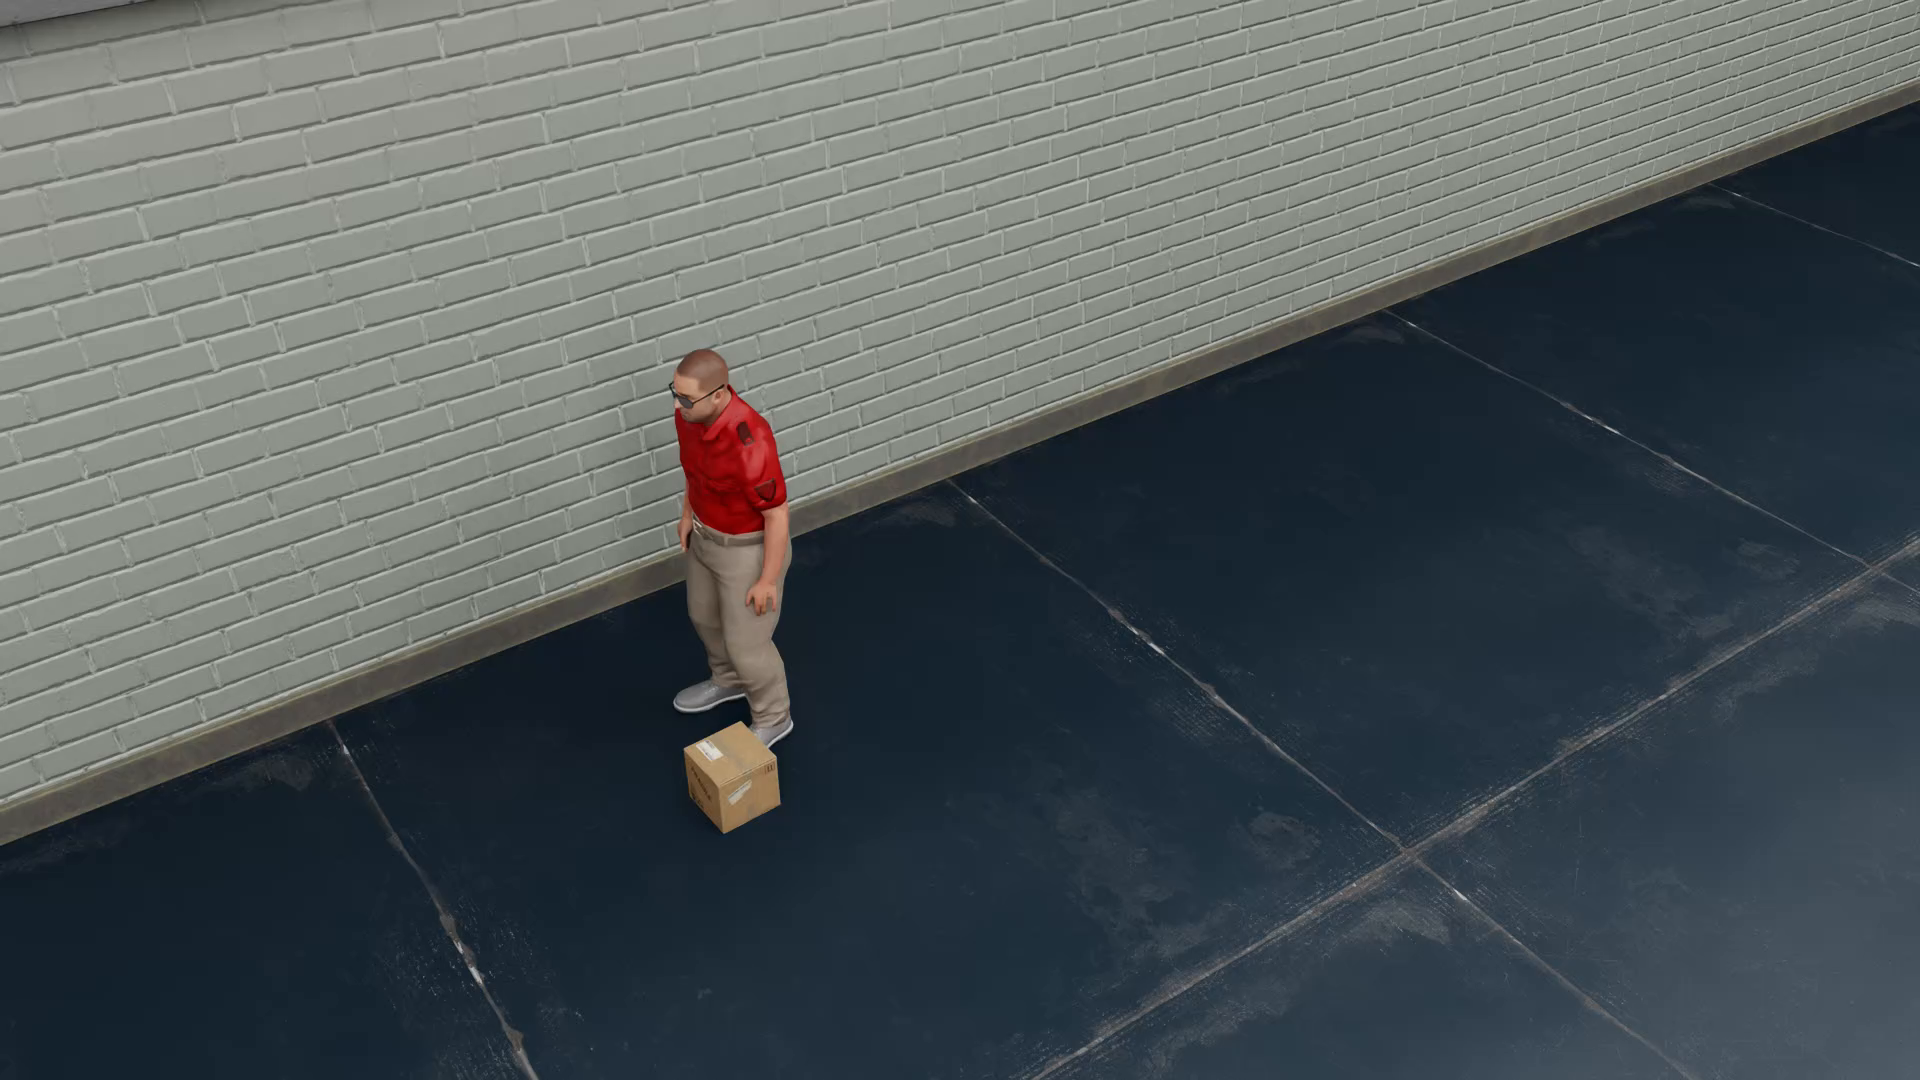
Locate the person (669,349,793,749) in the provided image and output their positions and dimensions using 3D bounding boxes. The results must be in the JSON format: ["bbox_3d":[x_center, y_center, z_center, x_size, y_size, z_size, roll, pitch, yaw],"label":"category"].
[{"bbox_3d":[-0.845,0.035,6.112,0.393,1.726,0.599,-25,43,-30],"label":"person"}]
